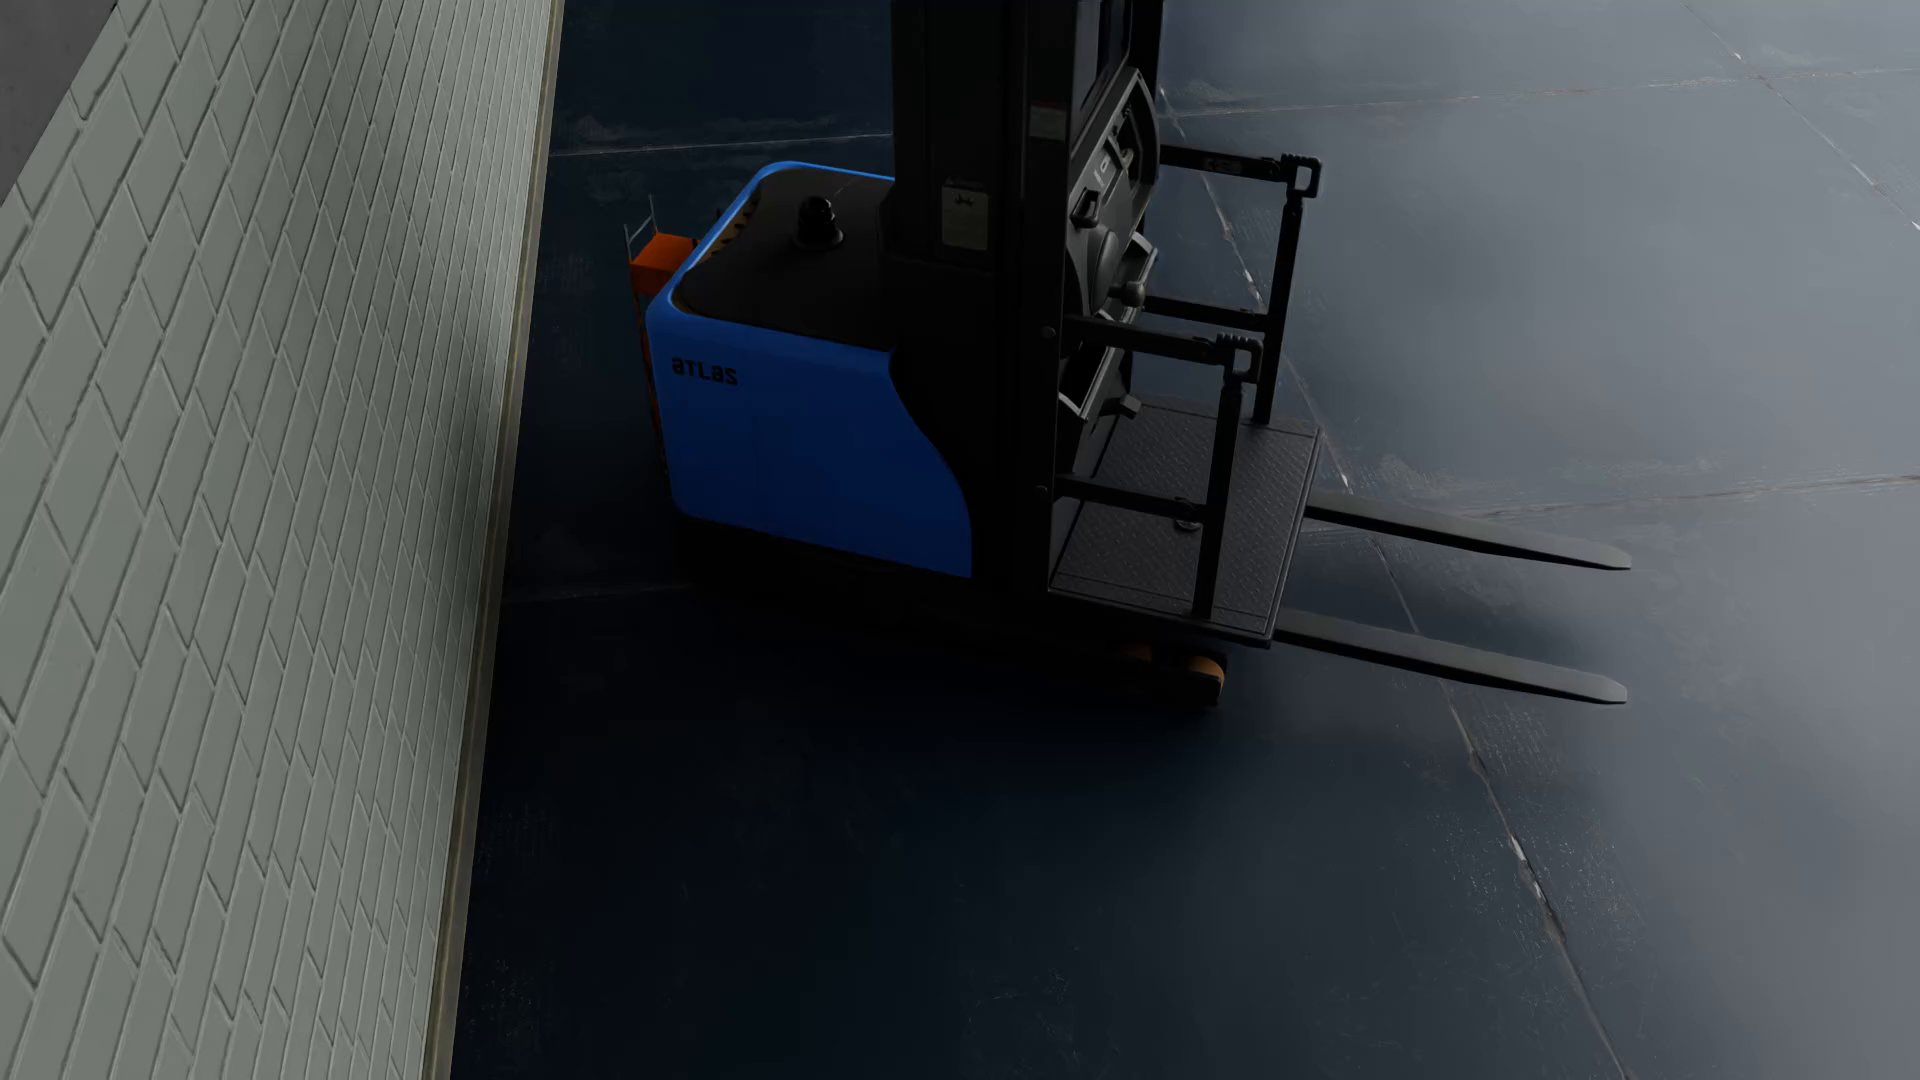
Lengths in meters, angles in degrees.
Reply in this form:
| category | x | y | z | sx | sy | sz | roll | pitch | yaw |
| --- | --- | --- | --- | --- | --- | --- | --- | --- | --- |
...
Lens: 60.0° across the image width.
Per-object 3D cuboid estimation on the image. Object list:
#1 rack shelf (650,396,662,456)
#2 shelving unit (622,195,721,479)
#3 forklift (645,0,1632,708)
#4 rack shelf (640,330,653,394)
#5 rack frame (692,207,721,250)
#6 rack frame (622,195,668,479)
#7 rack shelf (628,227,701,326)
| category | x | y | z | sx | sy | sz | roll | pitch | yaw |
| --- | --- | --- | --- | --- | --- | --- | --- | --- | --- |
| rack shelf | -0.926 | -0.435 | 5.879 | 0.240 | 0.259 | 0.215 | 12 | 43 | 13 |
| shelving unit | -0.926 | -0.649 | 5.686 | 0.252 | 1.050 | 0.215 | 12 | 43 | 13 |
| forklift | 0.622 | -0.968 | 4.635 | 3.031 | 2.935 | 1.130 | 12 | 43 | 13 |
| rack shelf | -0.926 | -0.641 | 5.693 | 0.240 | 0.259 | 0.215 | 12 | 43 | 13 |
| rack frame | -0.810 | -0.624 | 5.658 | 0.008 | 1.050 | 0.200 | 12 | 43 | 13 |
| rack frame | -1.043 | -0.674 | 5.714 | 0.008 | 1.050 | 0.200 | 12 | 43 | 13 |
| rack shelf | -0.926 | -0.852 | 5.503 | 0.240 | 0.259 | 0.215 | 12 | 43 | 13 |
